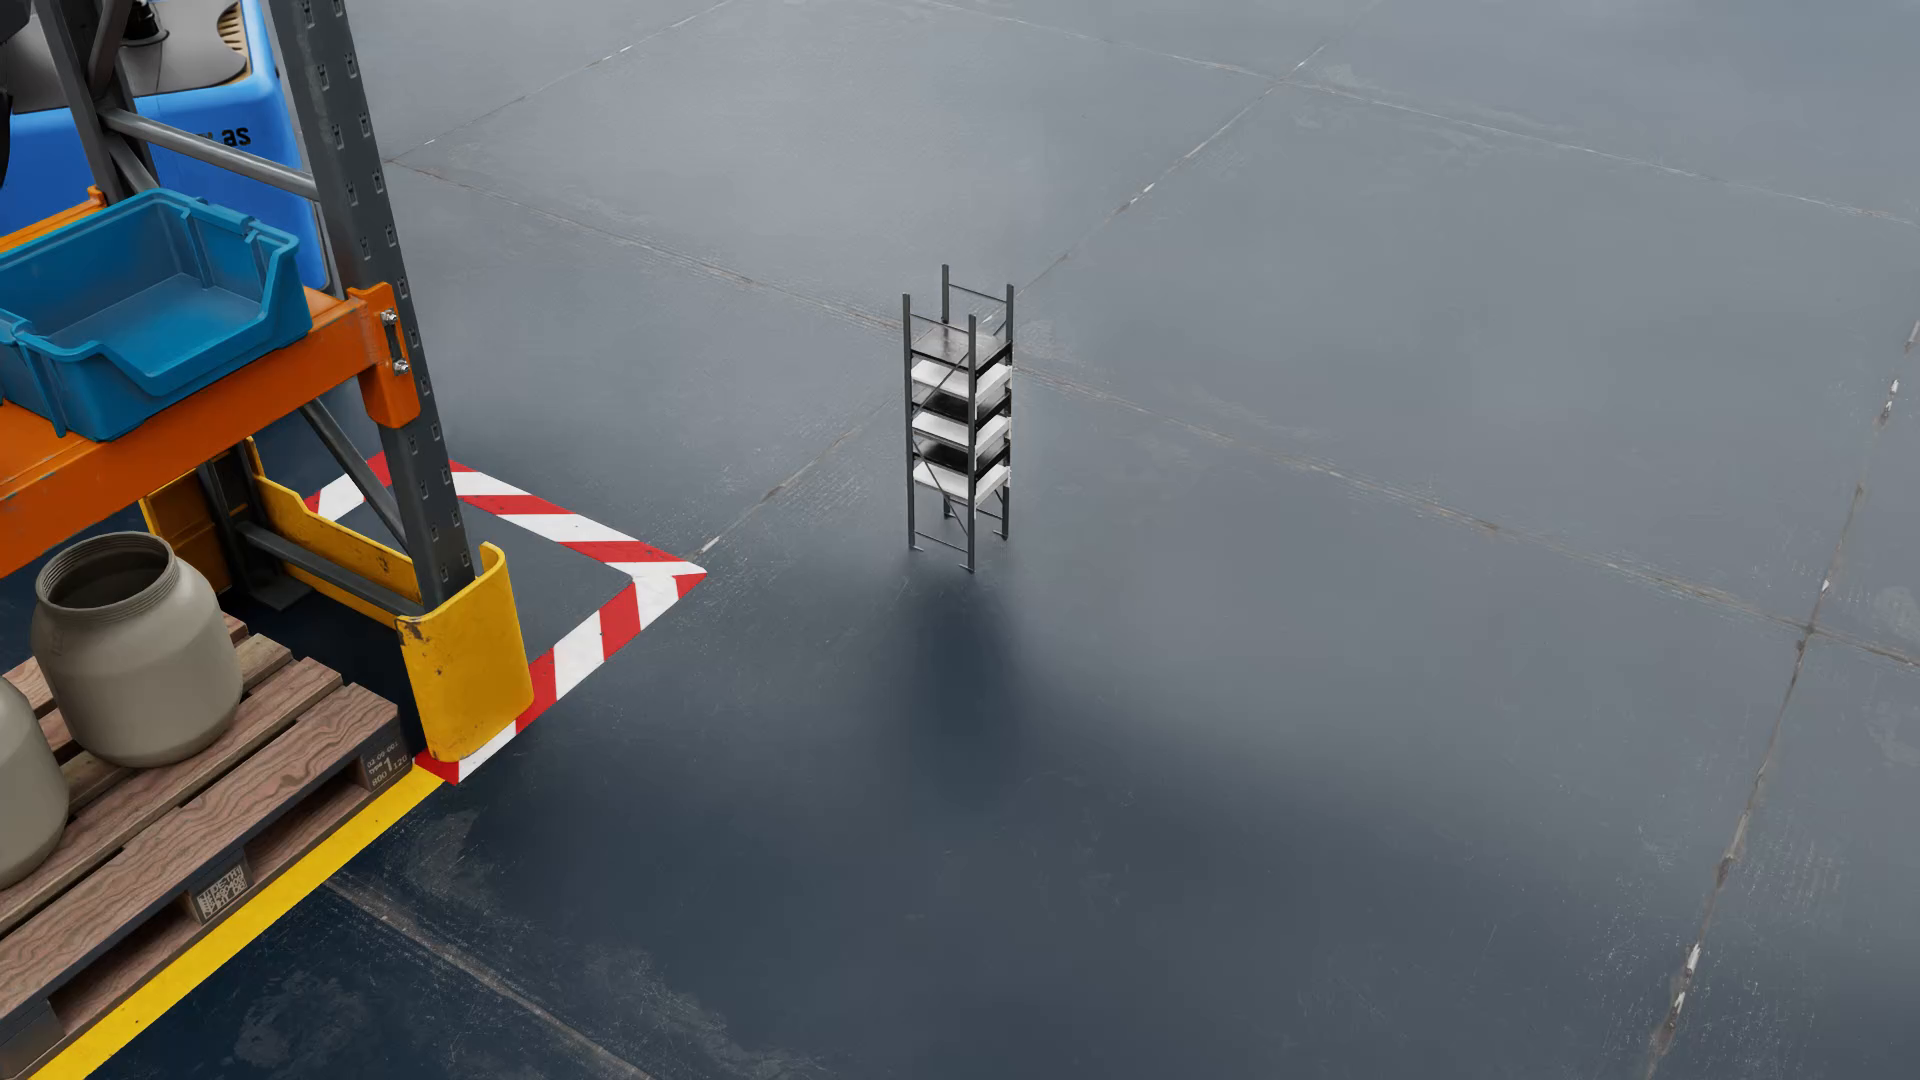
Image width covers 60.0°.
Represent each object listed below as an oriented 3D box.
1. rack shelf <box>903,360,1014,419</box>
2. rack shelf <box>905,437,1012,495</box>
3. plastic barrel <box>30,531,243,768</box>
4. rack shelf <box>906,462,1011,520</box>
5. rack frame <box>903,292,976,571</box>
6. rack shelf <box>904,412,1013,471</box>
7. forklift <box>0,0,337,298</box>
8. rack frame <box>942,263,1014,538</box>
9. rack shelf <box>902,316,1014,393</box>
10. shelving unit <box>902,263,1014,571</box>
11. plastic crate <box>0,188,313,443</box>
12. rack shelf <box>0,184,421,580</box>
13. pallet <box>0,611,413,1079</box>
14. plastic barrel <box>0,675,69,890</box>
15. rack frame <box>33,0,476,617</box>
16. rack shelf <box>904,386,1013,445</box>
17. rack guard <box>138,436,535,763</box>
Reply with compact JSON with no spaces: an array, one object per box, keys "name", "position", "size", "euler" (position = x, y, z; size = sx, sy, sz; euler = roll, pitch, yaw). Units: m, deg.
[{"name":"rack shelf","position":[-0.004,-0.468,4.880],"size":[0.258,0.077,0.200],"euler":[21,42,25]},{"name":"rack shelf","position":[-0.004,-0.255,5.045],"size":[0.258,0.077,0.200],"euler":[21,42,25]},{"name":"plastic barrel","position":[-2.043,0.275,4.130],"size":[0.421,0.512,0.421],"euler":[0,38,0]},{"name":"rack shelf","position":[-0.004,-0.183,5.100],"size":[0.258,0.077,0.200],"euler":[21,42,25]},{"name":"rack frame","position":[-0.059,-0.300,4.902],"size":[0.240,0.900,0.006],"euler":[21,42,25]},{"name":"rack shelf","position":[-0.004,-0.326,4.990],"size":[0.258,0.077,0.200],"euler":[21,42,25]},{"name":"forklift","position":[-3.816,-1.739,5.105],"size":[3.031,2.935,1.130],"euler":[-14,40,-17]},{"name":"rack frame","position":[0.050,-0.405,5.038],"size":[0.240,0.900,0.006],"euler":[21,42,25]},{"name":"rack shelf","position":[-0.004,-0.540,4.825],"size":[0.258,0.077,0.200],"euler":[21,42,25]},{"name":"shelving unit","position":[-0.004,-0.352,4.970],"size":[0.258,0.900,0.210],"euler":[21,42,25]},{"name":"plastic crate","position":[-1.771,-0.493,3.555],"size":[0.499,0.251,0.616],"euler":[21,42,25]},{"name":"rack shelf","position":[-2.827,0.408,2.853],"size":[1.077,0.370,4.000],"euler":[21,42,25]},{"name":"pallet","position":[-2.196,0.668,4.211],"size":[1.003,0.211,1.213],"euler":[21,42,25]},{"name":"plastic barrel","position":[-2.312,0.533,3.795],"size":[0.421,0.512,0.421],"euler":[0,38,0]},{"name":"rack frame","position":[-1.755,-0.908,3.971],"size":[1.000,3.000,0.127],"euler":[21,42,25]},{"name":"rack shelf","position":[-0.004,-0.397,4.935],"size":[0.258,0.077,0.200],"euler":[21,42,25]},{"name":"rack guard","position":[-1.756,0.136,4.664],"size":[1.175,0.500,0.348],"euler":[21,42,25]}]
